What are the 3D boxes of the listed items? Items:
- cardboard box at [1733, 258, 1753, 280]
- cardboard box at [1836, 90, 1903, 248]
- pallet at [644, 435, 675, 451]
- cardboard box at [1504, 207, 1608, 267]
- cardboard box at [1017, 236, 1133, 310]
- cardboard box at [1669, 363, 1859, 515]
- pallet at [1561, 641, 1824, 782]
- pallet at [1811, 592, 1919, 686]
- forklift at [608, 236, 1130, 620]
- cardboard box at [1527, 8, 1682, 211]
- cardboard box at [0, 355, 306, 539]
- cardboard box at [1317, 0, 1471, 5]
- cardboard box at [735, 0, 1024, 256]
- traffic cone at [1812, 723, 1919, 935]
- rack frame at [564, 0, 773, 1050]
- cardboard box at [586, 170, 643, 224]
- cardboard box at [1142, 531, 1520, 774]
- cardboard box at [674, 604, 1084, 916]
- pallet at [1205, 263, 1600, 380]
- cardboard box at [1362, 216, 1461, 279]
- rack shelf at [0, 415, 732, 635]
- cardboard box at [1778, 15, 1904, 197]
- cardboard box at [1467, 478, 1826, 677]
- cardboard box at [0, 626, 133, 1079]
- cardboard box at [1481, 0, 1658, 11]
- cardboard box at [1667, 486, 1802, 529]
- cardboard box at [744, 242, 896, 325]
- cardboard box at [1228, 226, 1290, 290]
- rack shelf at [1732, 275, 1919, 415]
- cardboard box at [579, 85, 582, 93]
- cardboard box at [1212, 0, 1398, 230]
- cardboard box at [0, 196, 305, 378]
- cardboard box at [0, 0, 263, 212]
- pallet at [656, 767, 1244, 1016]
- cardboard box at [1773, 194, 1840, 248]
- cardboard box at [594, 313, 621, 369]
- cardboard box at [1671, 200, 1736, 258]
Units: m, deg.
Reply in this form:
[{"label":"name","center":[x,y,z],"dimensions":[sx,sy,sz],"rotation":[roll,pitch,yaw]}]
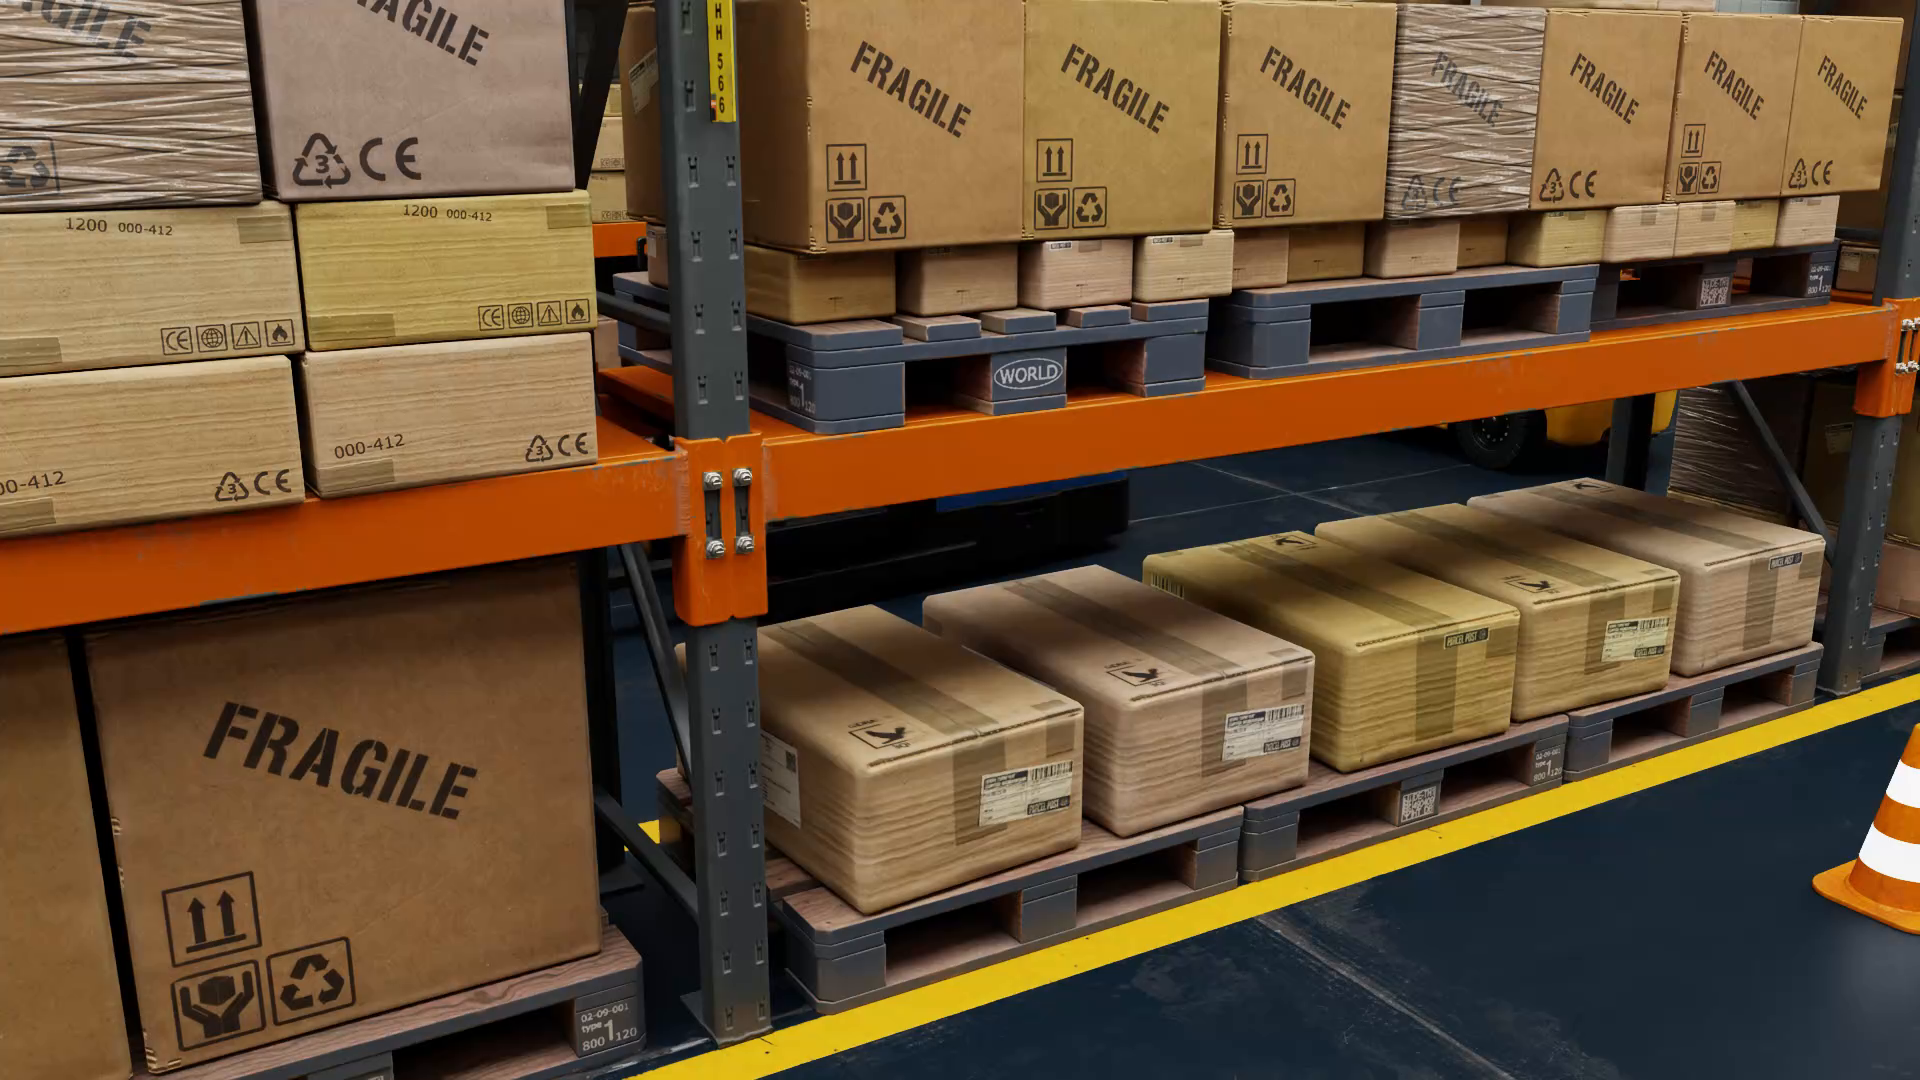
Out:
[{"label":"cardboard box","center":[2.831,-1.033,6.005],"dimensions":[0.250,0.149,0.380],"rotation":[-9,18,-30]},{"label":"cardboard box","center":[3.234,-1.227,5.494],"dimensions":[0.500,0.500,0.500],"rotation":[-9,18,-30]},{"label":"pallet","center":[-1.505,-0.562,9.025],"dimensions":[1.213,0.211,1.003],"rotation":[-9,18,-30]},{"label":"cardboard box","center":[1.532,-0.847,4.560],"dimensions":[0.250,0.149,0.380],"rotation":[-9,18,-30]},{"label":"cardboard box","center":[0.176,-0.625,3.771],"dimensions":[0.250,0.149,0.380],"rotation":[-11,19,-33]},{"label":"cardboard box","center":[3.082,-0.423,6.288],"dimensions":[0.500,0.500,0.500],"rotation":[-9,18,-30]},{"label":"pallet","center":[2.046,0.412,5.549],"dimensions":[1.213,0.211,1.003],"rotation":[-9,18,-30]},{"label":"pallet","center":[3.270,0.202,6.298],"dimensions":[1.213,0.211,1.003],"rotation":[-9,18,-30]},{"label":"forklift","center":[-0.757,-1.267,6.500],"dimensions":[3.031,2.935,1.130],"rotation":[-11,19,-34]},{"label":"cardboard box","center":[1.565,-1.176,4.533],"dimensions":[0.500,0.500,0.500],"rotation":[-9,18,-28]},{"label":"cardboard box","center":[-1.446,-0.206,2.865],"dimensions":[0.500,0.250,0.500],"rotation":[-9,18,-29]},{"label":"cardboard box","center":[1.249,-1.587,4.797],"dimensions":[0.250,0.149,0.380],"rotation":[-8,18,-27]},{"label":"cardboard box","center":[-0.211,-0.886,3.498],"dimensions":[0.500,0.500,0.500],"rotation":[-10,18,-31]},{"label":"traffic cone","center":[2.371,0.679,4.132],"dimensions":[0.334,0.463,0.336],"rotation":[-9,18,-30]},{"label":"rack frame","center":[-0.716,-0.483,3.576],"dimensions":[0.127,3.000,1.000],"rotation":[-9,18,-30]},{"label":"cardboard box","center":[-1.898,-1.706,8.216],"dimensions":[0.500,0.250,0.500],"rotation":[-10,18,-31]},{"label":"cardboard box","center":[1.055,0.295,4.890],"dimensions":[0.625,0.372,0.950],"rotation":[-9,18,-28]},{"label":"cardboard box","center":[-0.226,0.504,4.146],"dimensions":[0.625,0.372,0.950],"rotation":[-11,19,-33]},{"label":"pallet","center":[0.960,-0.675,4.617],"dimensions":[1.213,0.211,1.003],"rotation":[-9,18,-30]},{"label":"cardboard box","center":[1.069,-0.780,4.323],"dimensions":[0.250,0.149,0.380],"rotation":[-9,18,-28]},{"label":"rack shelf","center":[-2.430,0.141,2.681],"dimensions":[4.000,0.370,1.077],"rotation":[-9,18,-30]},{"label":"cardboard box","center":[2.435,-1.315,5.031],"dimensions":[0.500,0.500,0.500],"rotation":[-10,18,-31]},{"label":"cardboard box","center":[2.265,0.097,5.596],"dimensions":[0.625,0.372,0.950],"rotation":[-9,18,-29]},{"label":"cardboard box","center":[-2.118,0.537,3.093],"dimensions":[0.875,0.875,0.875],"rotation":[-9,18,-29]},{"label":"cardboard box","center":[1.626,-1.486,4.439],"dimensions":[0.250,0.149,0.380],"rotation":[-10,19,-32]},{"label":"cardboard box","center":[3.081,-0.062,6.389],"dimensions":[0.500,0.250,0.500],"rotation":[-8,18,-27]},{"label":"cardboard box","center":[-0.342,-0.567,3.561],"dimensions":[0.250,0.149,0.380],"rotation":[-10,19,-33]},{"label":"cardboard box","center":[0.589,-0.711,4.074],"dimensions":[0.250,0.149,0.380],"rotation":[-8,18,-26]},{"label":"rack shelf","center":[4.427,-0.971,6.649],"dimensions":[4.000,0.370,1.077],"rotation":[-9,18,-30]},{"label":"cardboard box","center":[-1.998,-2.128,8.056],"dimensions":[0.250,0.149,0.380],"rotation":[-9,18,-29]},{"label":"cardboard box","center":[0.684,-1.035,4.031],"dimensions":[0.500,0.500,0.500],"rotation":[-9,18,-29]},{"label":"cardboard box","center":[-1.438,-0.453,2.822],"dimensions":[0.500,0.250,0.500],"rotation":[-10,18,-31]},{"label":"cardboard box","center":[-1.460,-0.807,2.694],"dimensions":[0.500,0.500,0.500],"rotation":[-9,18,-29]},{"label":"pallet","center":[-0.045,0.751,4.339],"dimensions":[1.213,0.211,1.003],"rotation":[-9,18,-30]},{"label":"cardboard box","center":[2.414,-0.985,5.054],"dimensions":[0.250,0.149,0.380],"rotation":[-9,18,-29]},{"label":"cardboard box","center":[-2.178,-0.866,8.564],"dimensions":[0.625,0.625,0.875],"rotation":[-9,18,-28]},{"label":"cardboard box","center":[1.976,-0.908,4.780],"dimensions":[0.250,0.149,0.380],"rotation":[-10,18,-31]}]
